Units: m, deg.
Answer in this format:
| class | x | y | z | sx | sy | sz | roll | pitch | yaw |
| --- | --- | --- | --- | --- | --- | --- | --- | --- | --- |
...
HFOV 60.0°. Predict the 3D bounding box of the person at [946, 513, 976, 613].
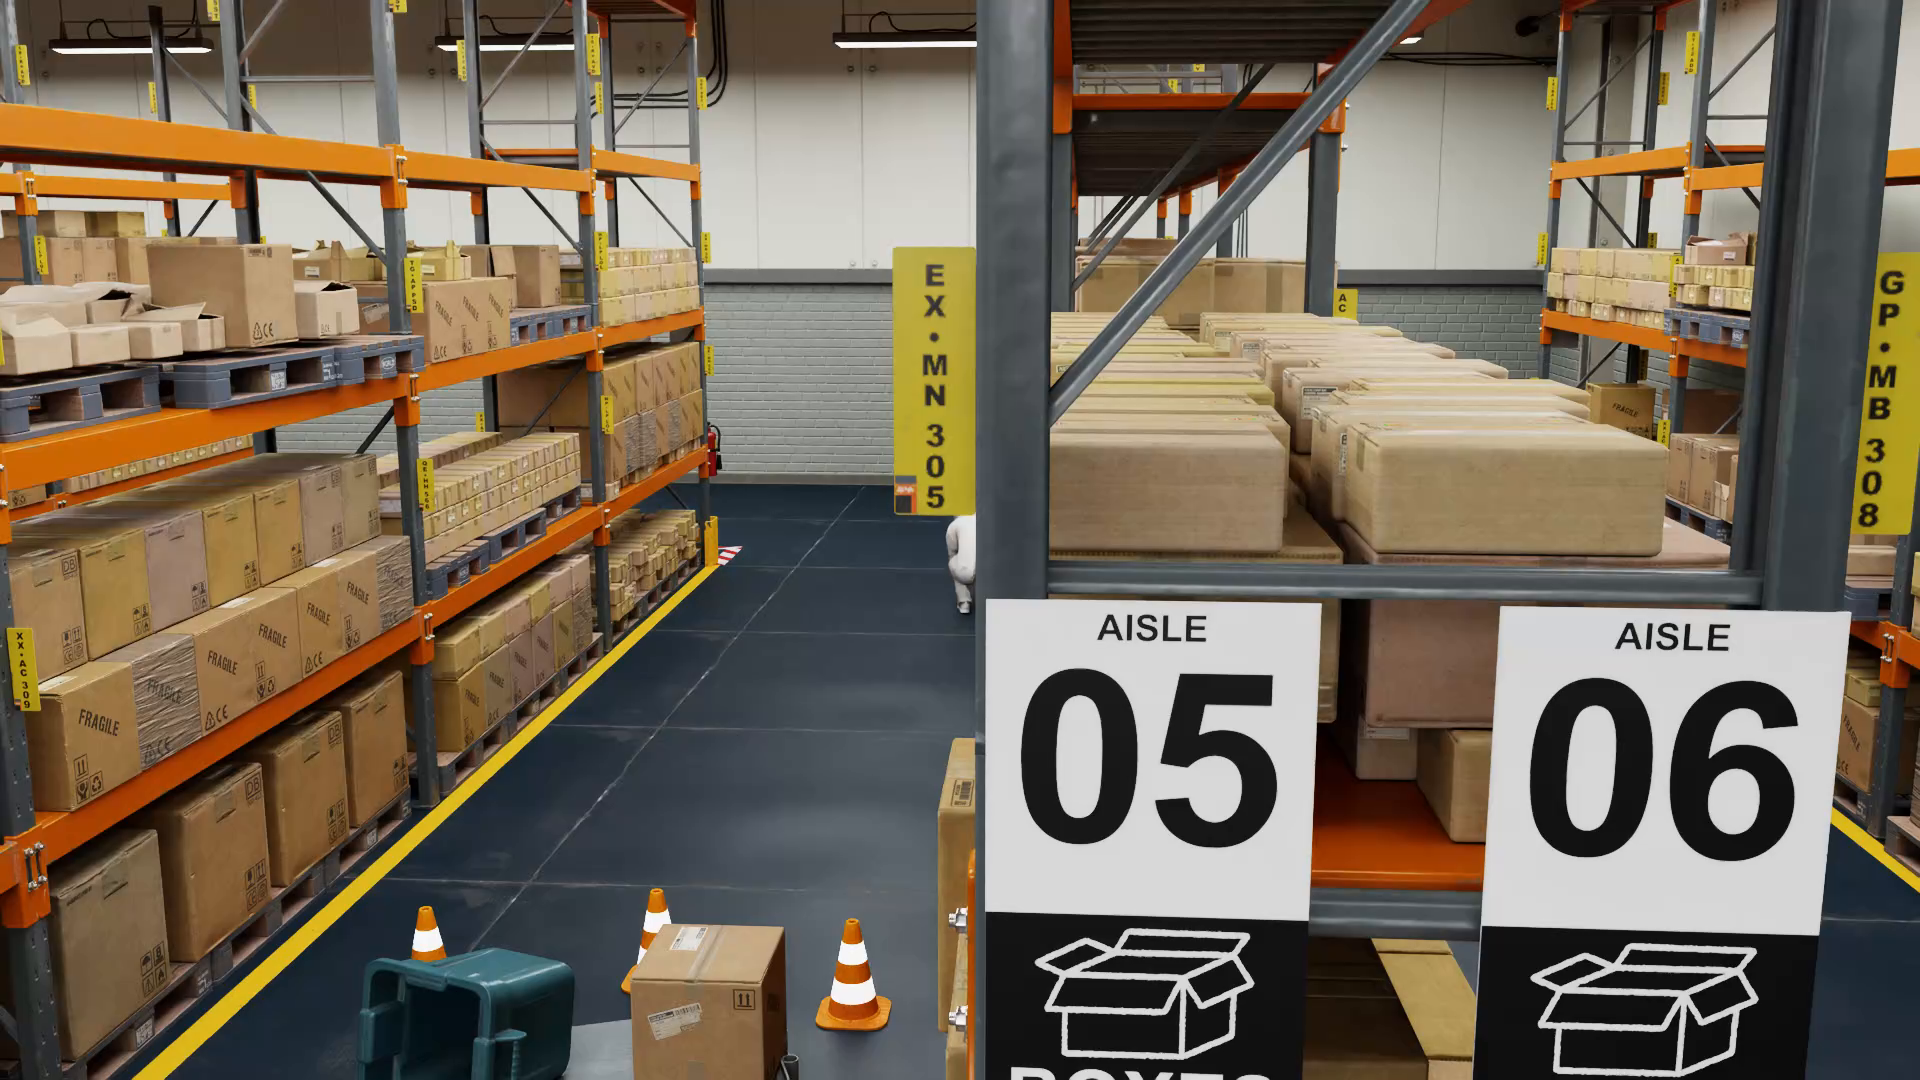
| class | x | y | z | sx | sy | sz | roll | pitch | yaw |
| --- | --- | --- | --- | --- | --- | --- | --- | --- | --- |
| person | 0.163 | 0.177 | 16.187 | 0.609 | 0.986 | 0.911 | 1 | 11 | 4 |
